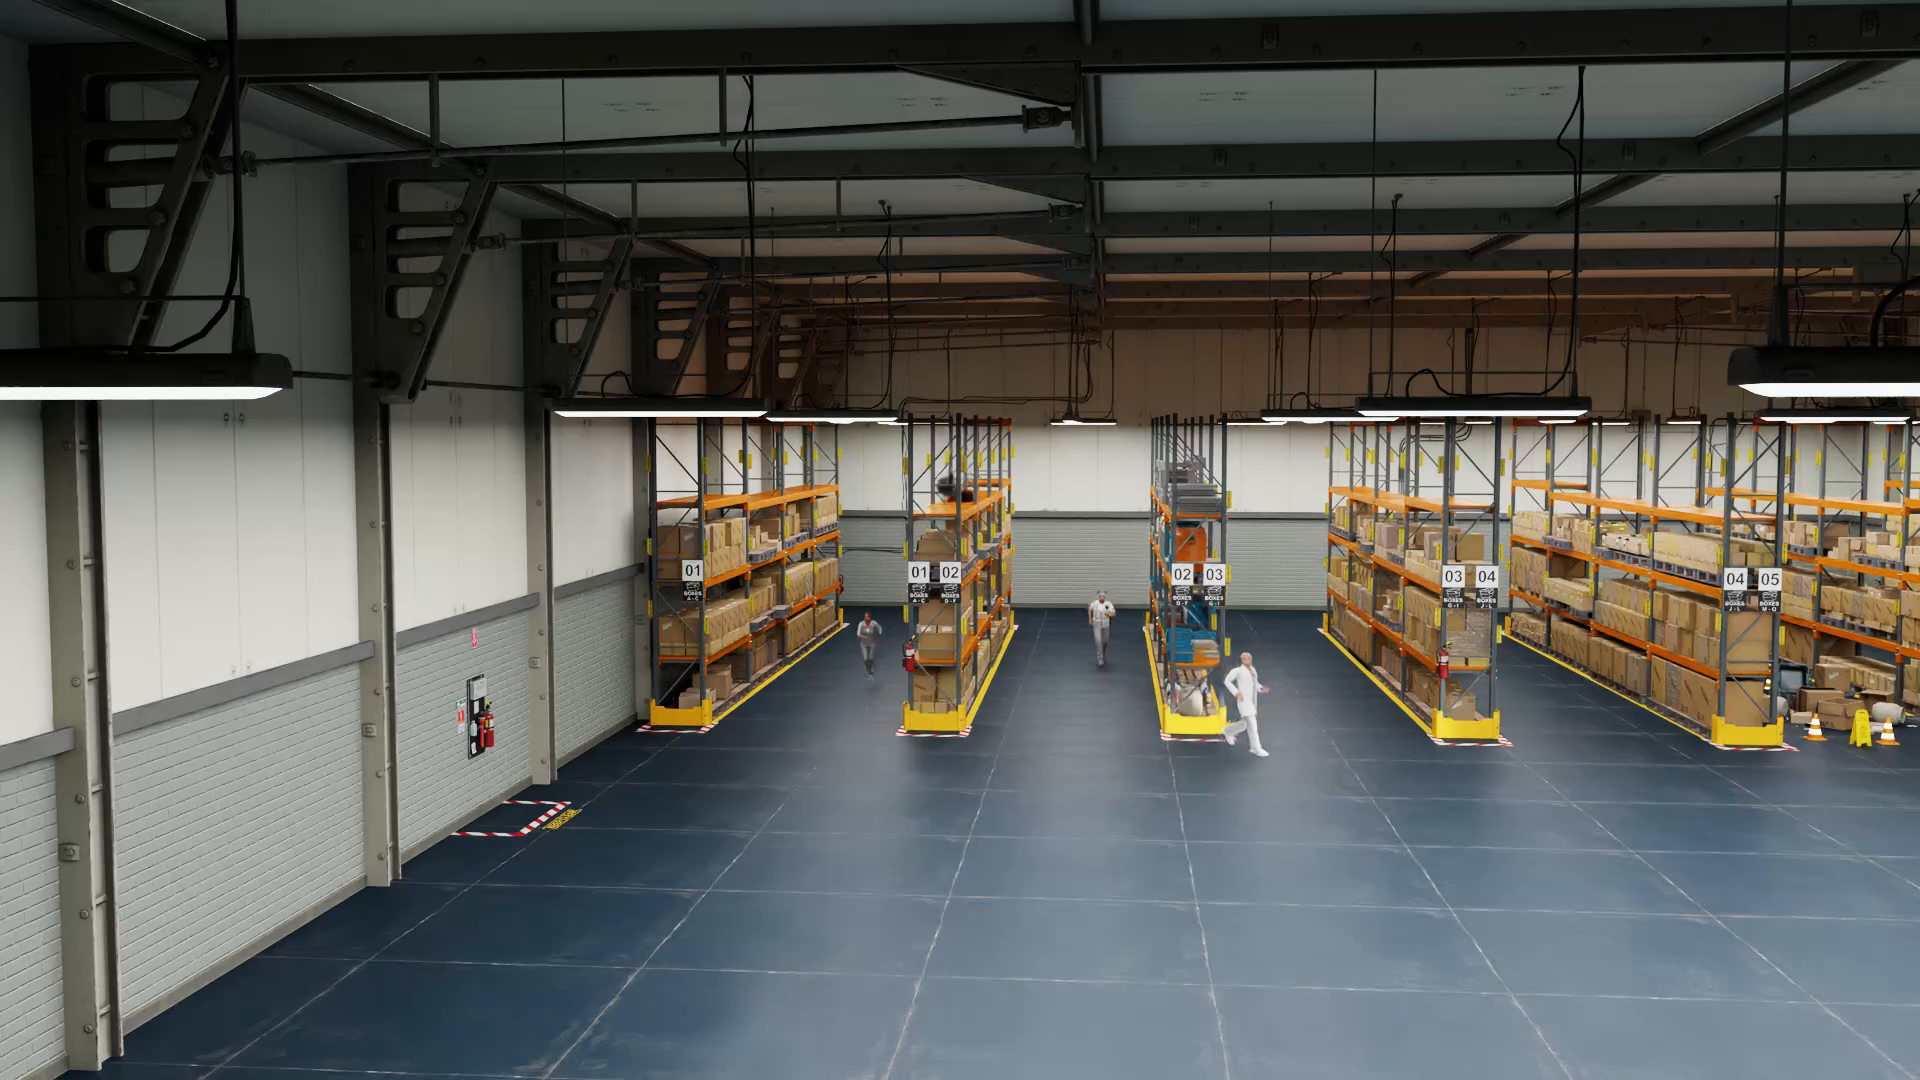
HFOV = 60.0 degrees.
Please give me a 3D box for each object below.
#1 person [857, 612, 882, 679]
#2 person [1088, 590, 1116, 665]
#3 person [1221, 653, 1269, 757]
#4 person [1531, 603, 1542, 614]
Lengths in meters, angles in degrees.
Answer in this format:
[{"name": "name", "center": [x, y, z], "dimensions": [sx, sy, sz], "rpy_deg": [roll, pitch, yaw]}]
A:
[{"name": "person", "center": [-1.963, 2.281, 35.858], "dimensions": [0.515, 1.496, 0.636], "rpy_deg": [0, 4, 6]}, {"name": "person", "center": [3.449, 2.091, 40.402], "dimensions": [0.660, 1.772, 0.990], "rpy_deg": [0, 4, 2]}, {"name": "person", "center": [5.011, 2.868, 29.269], "dimensions": [1.025, 1.787, 0.710], "rpy_deg": [3, 5, 41]}, {"name": "person", "center": [16.540, 1.727, 47.286], "dimensions": [0.550, 1.663, 0.658], "rpy_deg": [0, 4, 2]}]
